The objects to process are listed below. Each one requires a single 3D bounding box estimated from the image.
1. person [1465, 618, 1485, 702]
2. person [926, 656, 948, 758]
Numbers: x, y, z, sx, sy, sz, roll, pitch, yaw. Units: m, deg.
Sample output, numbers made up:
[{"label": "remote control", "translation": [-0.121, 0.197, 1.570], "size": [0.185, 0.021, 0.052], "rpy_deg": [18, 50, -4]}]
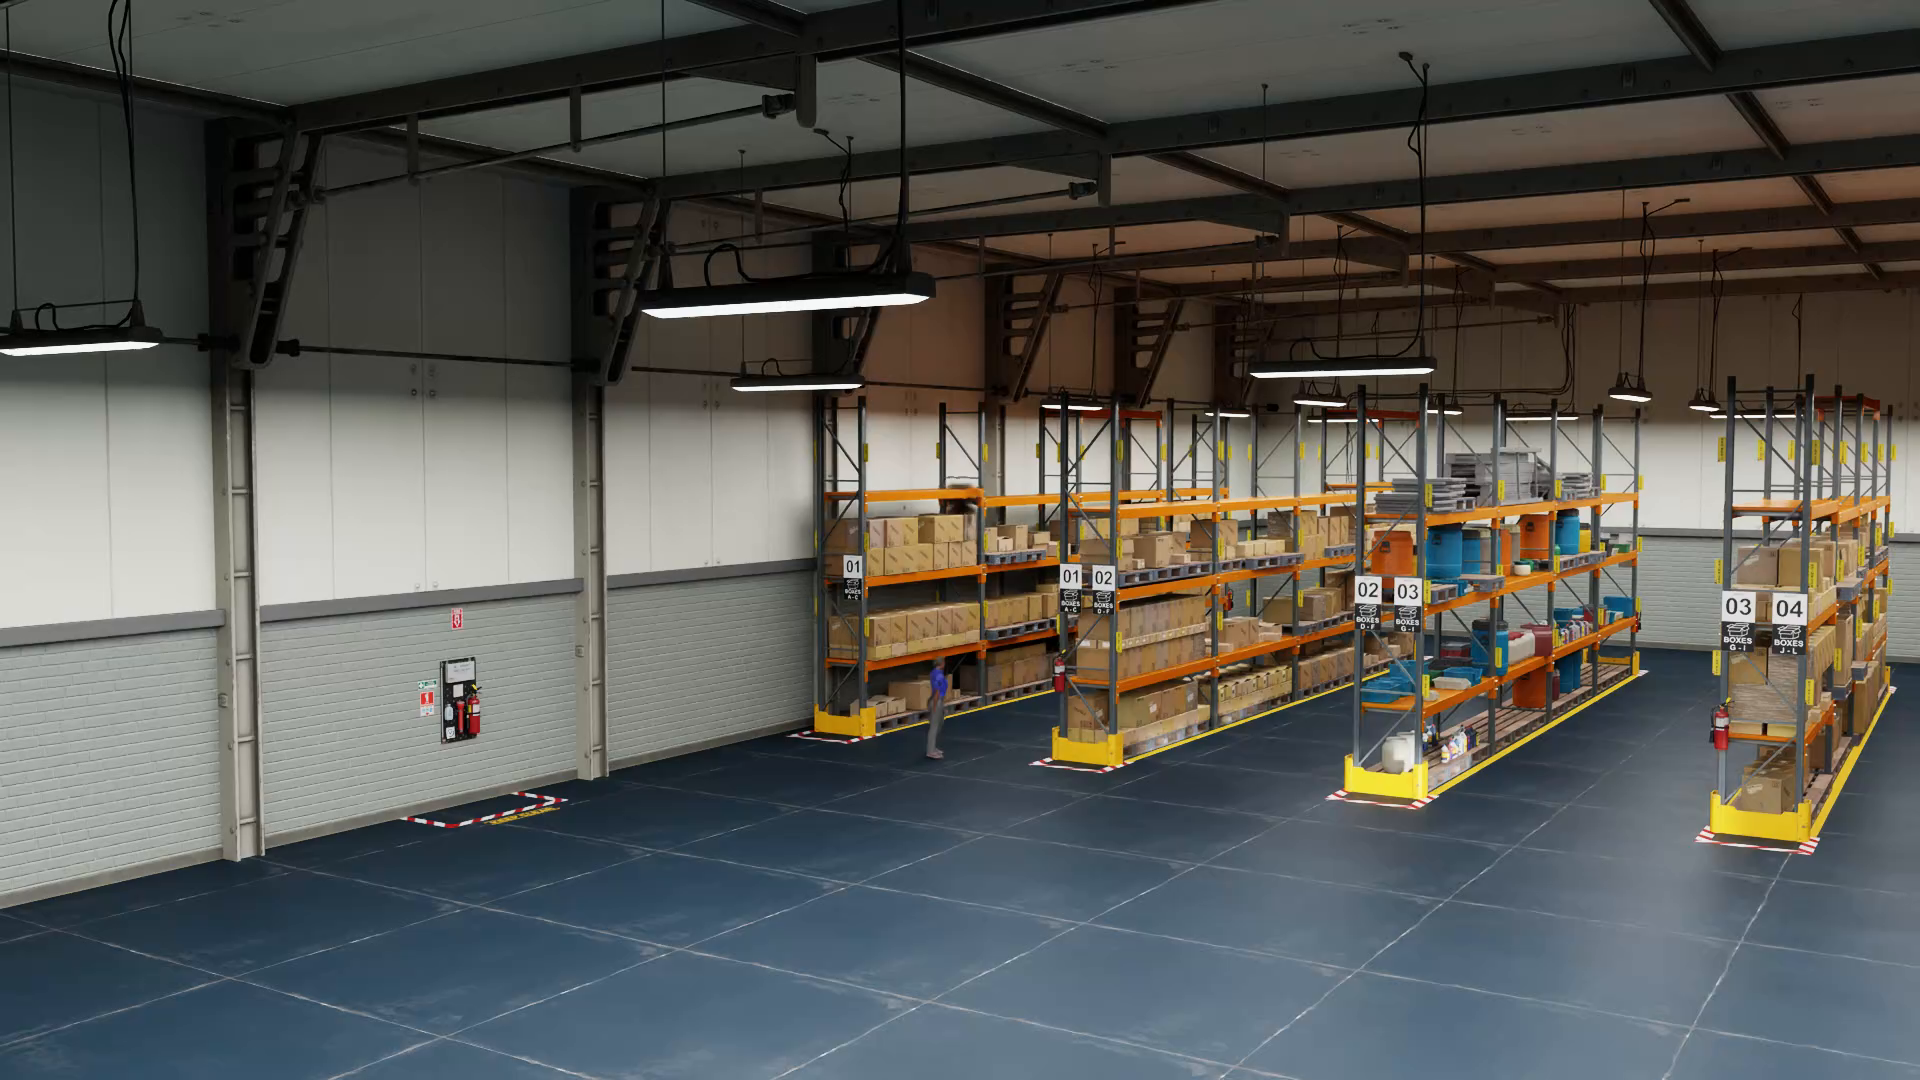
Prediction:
[{"label": "person", "translation": [10.492, 2.404, 33.653], "size": [0.416, 1.659, 0.865], "rpy_deg": [2, 3, 30]}, {"label": "person", "translation": [-0.399, 2.736, 27.353], "size": [0.364, 1.680, 0.552], "rpy_deg": [-1, 3, -12]}]
